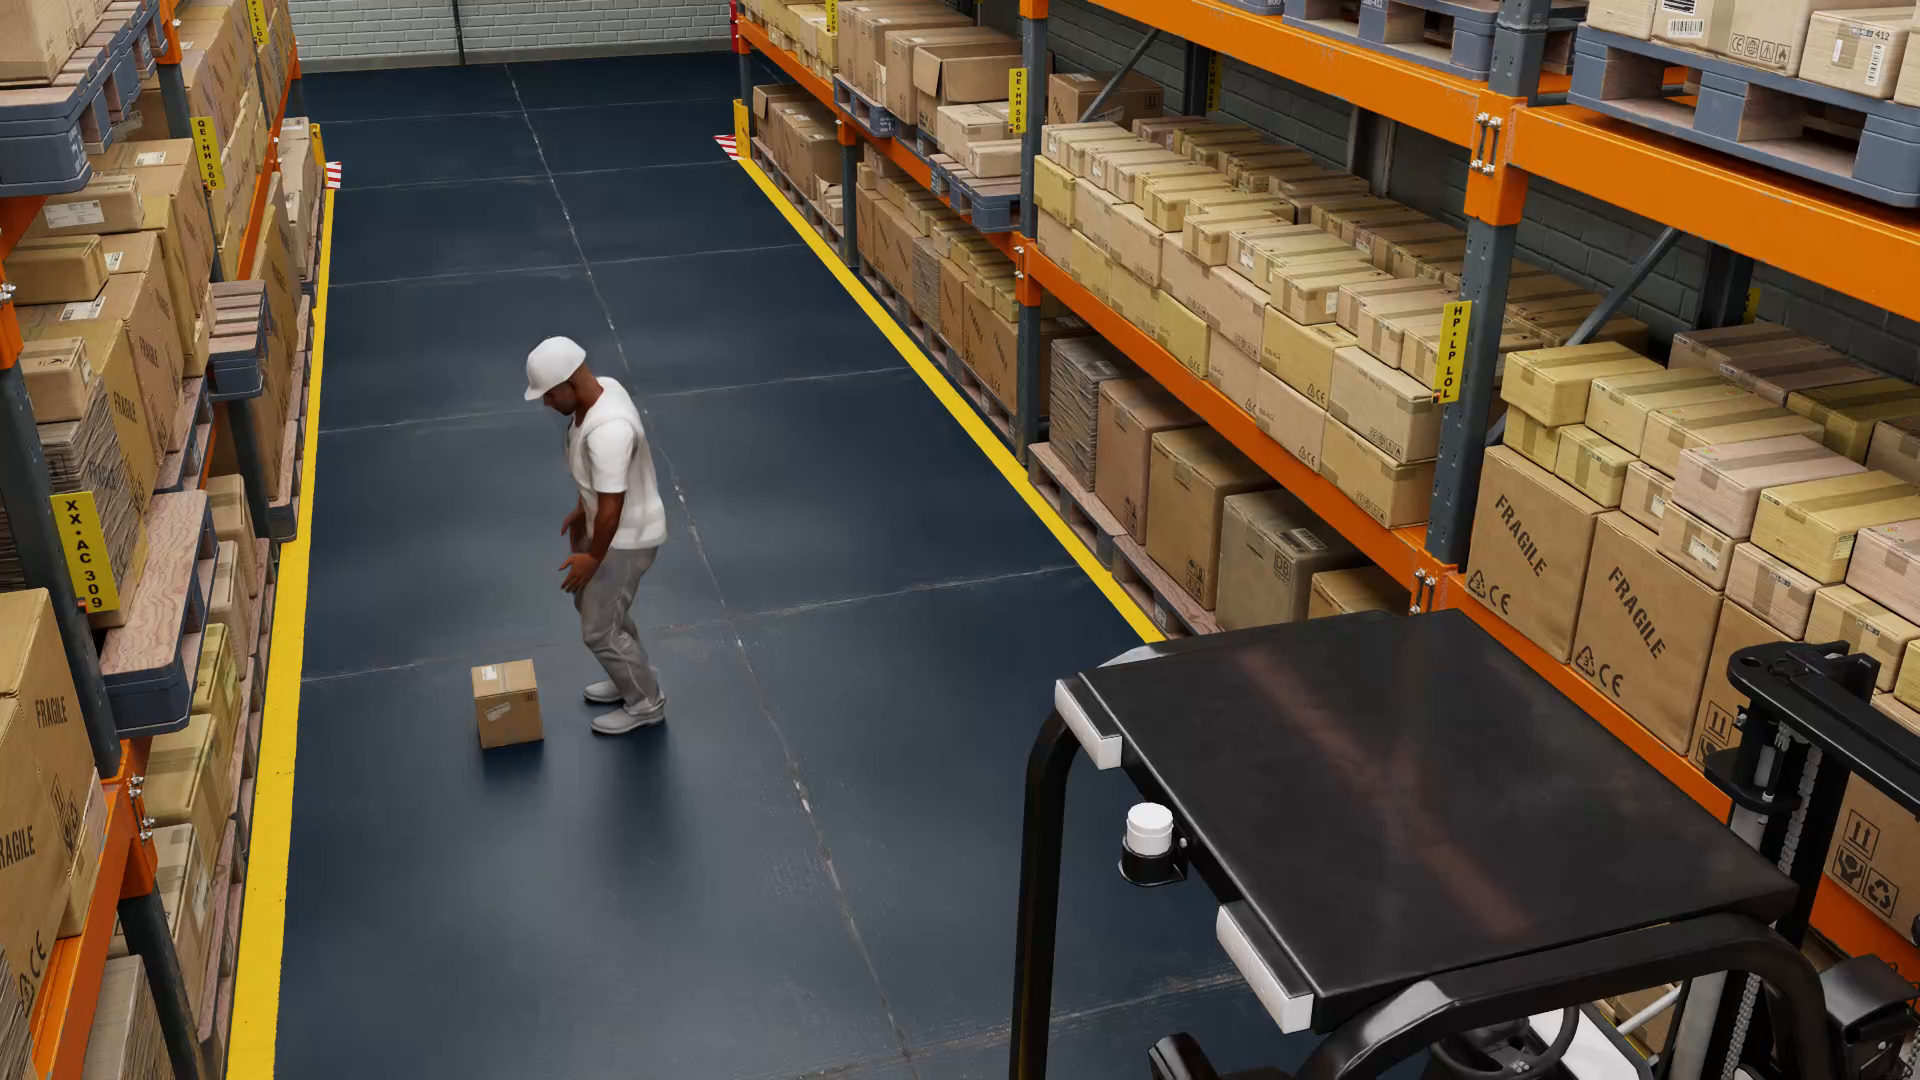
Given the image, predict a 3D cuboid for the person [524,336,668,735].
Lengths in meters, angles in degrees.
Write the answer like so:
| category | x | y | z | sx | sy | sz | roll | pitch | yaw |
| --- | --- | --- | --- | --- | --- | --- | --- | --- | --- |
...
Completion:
| category | x | y | z | sx | sy | sz | roll | pitch | yaw |
| --- | --- | --- | --- | --- | --- | --- | --- | --- | --- |
| person | -1.433 | -0.018 | 6.709 | 0.491 | 1.692 | 0.598 | -7 | 27 | -15 |
